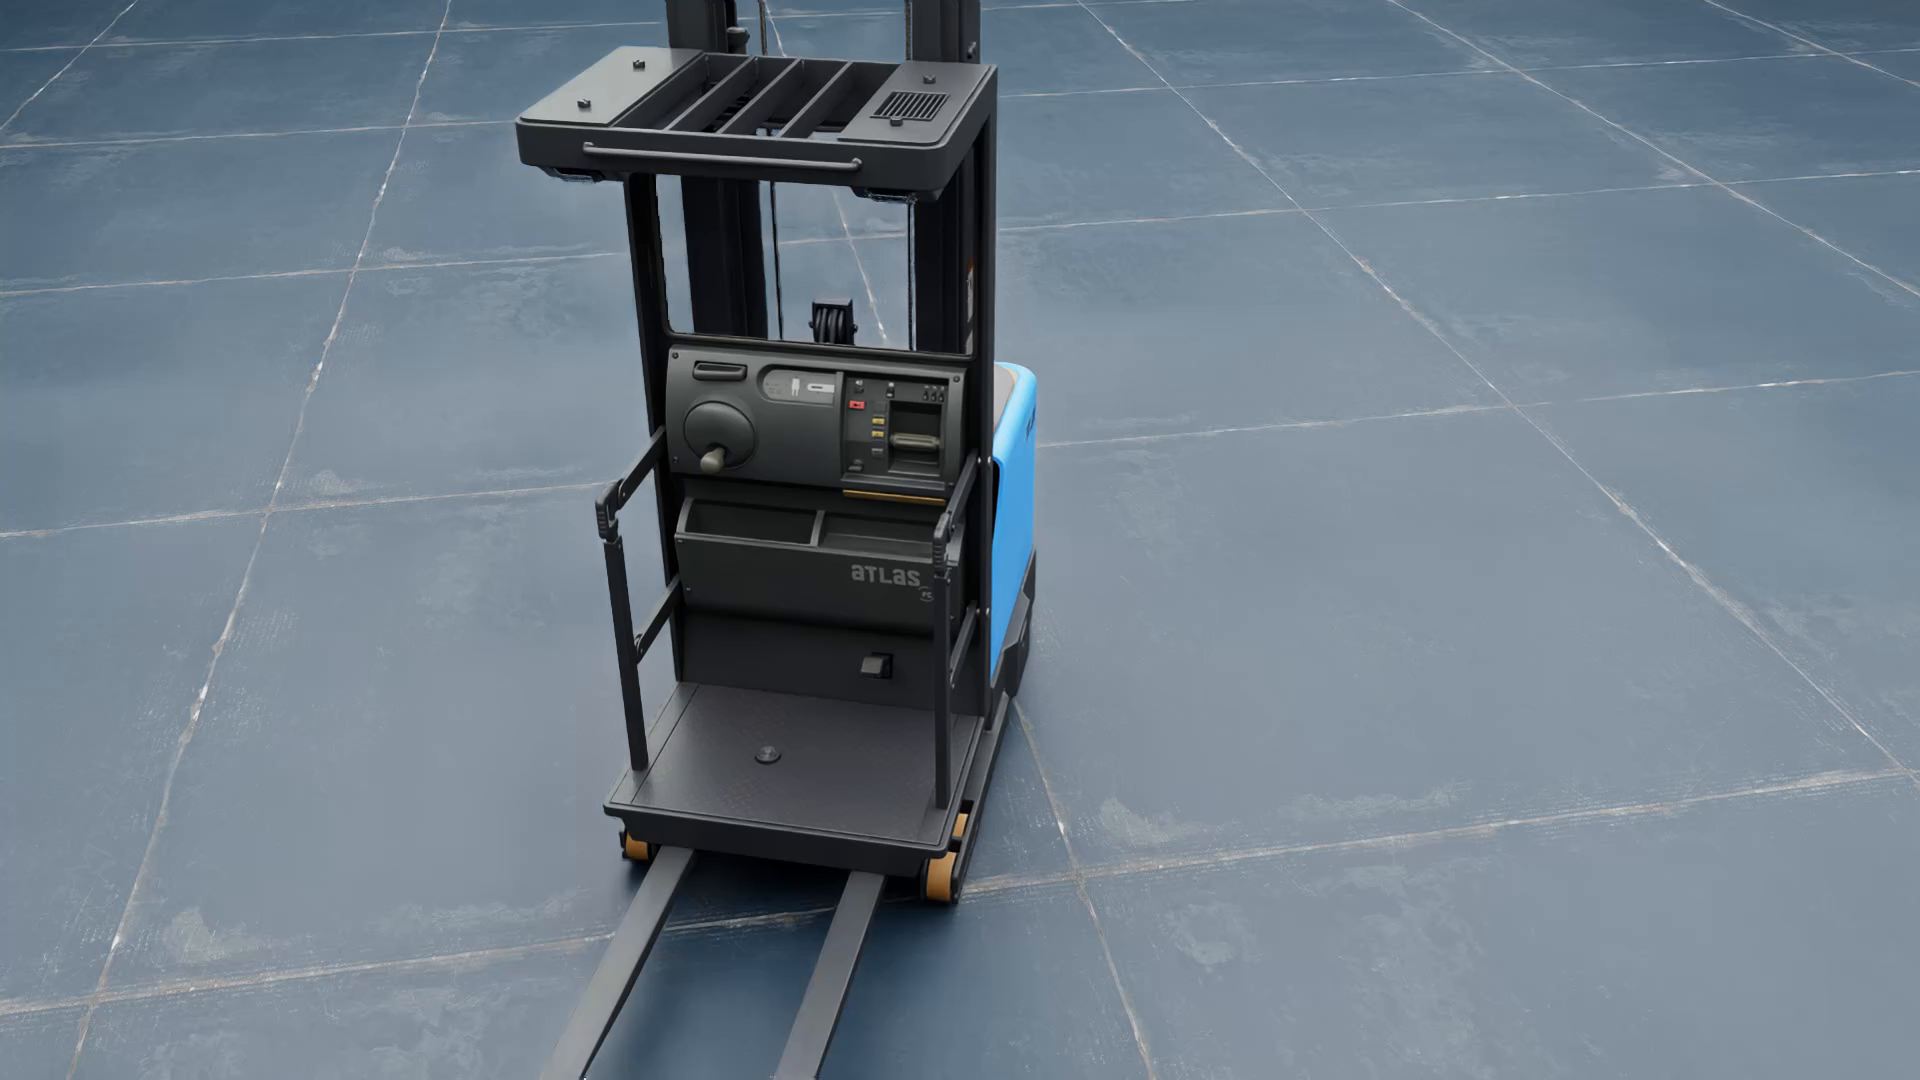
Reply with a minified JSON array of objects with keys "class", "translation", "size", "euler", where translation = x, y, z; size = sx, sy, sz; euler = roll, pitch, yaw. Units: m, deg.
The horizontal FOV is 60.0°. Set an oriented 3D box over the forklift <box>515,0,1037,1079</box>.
[{"class":"forklift","translation":[-0.487,-0.316,4.896],"size":[1.130,2.935,3.031],"euler":[6,31,10]}]
